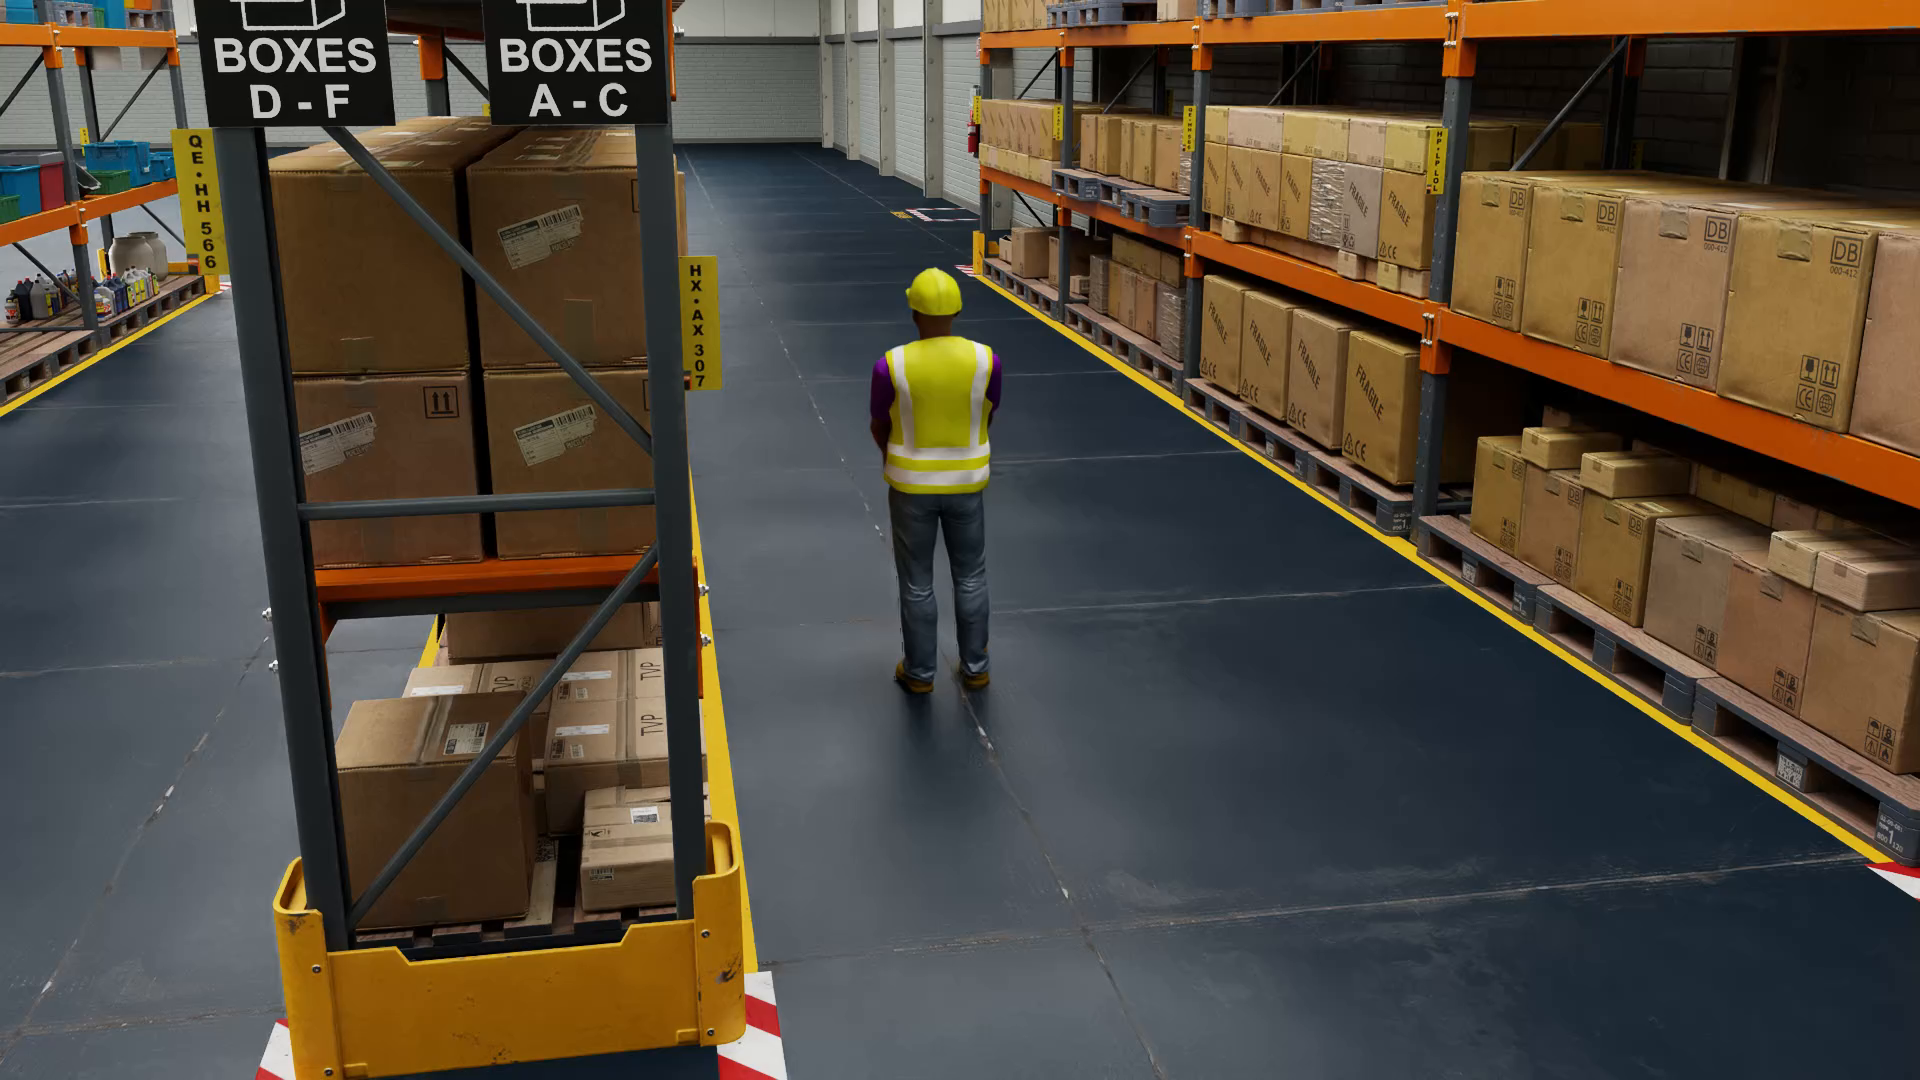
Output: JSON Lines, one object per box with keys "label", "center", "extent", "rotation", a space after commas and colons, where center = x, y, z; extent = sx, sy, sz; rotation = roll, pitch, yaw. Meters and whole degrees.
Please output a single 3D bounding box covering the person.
{"label": "person", "center": [-0.114, -0.246, 6.828], "extent": [0.524, 1.772, 0.559], "rotation": [-3, 17, -10]}
